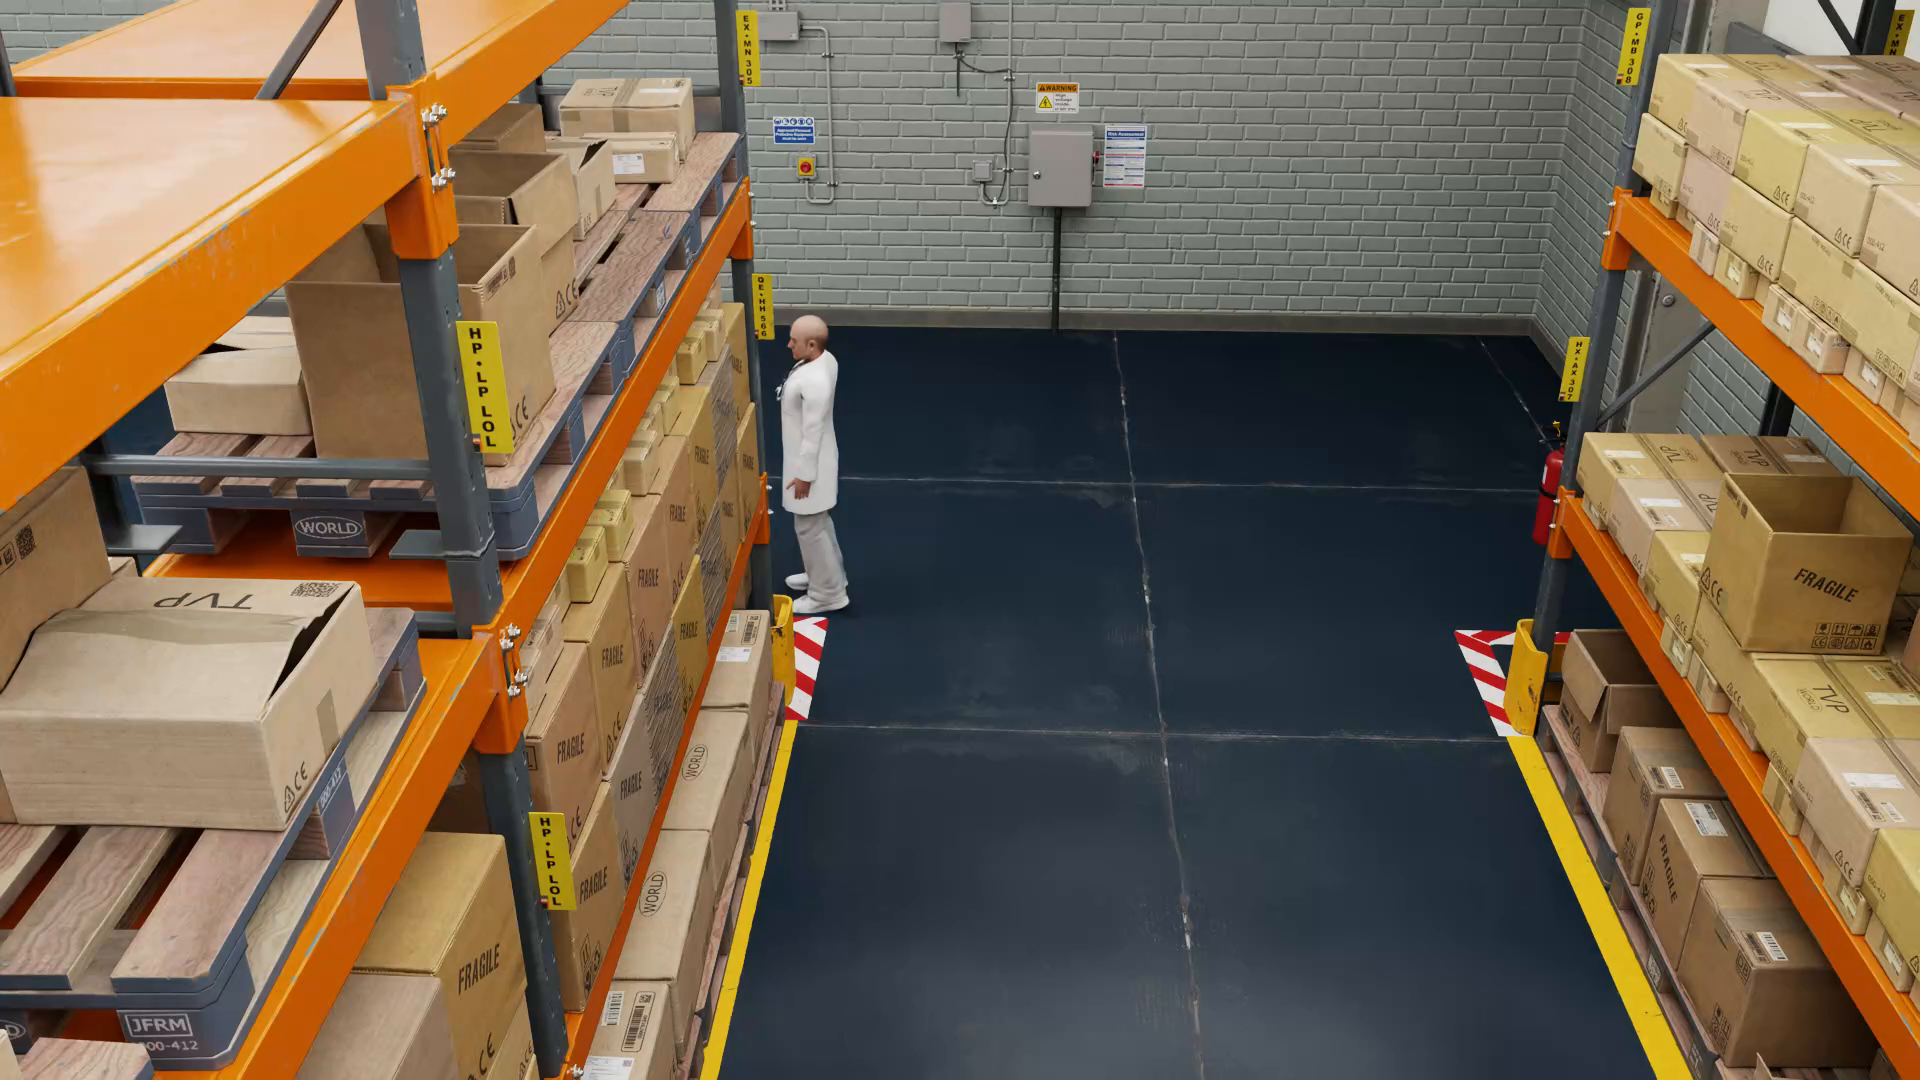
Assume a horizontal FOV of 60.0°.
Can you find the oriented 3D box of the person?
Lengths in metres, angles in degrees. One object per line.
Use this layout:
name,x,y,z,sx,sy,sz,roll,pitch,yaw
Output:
person,-0.851,-0.423,9.477,0.394,1.799,0.562,0,28,0
